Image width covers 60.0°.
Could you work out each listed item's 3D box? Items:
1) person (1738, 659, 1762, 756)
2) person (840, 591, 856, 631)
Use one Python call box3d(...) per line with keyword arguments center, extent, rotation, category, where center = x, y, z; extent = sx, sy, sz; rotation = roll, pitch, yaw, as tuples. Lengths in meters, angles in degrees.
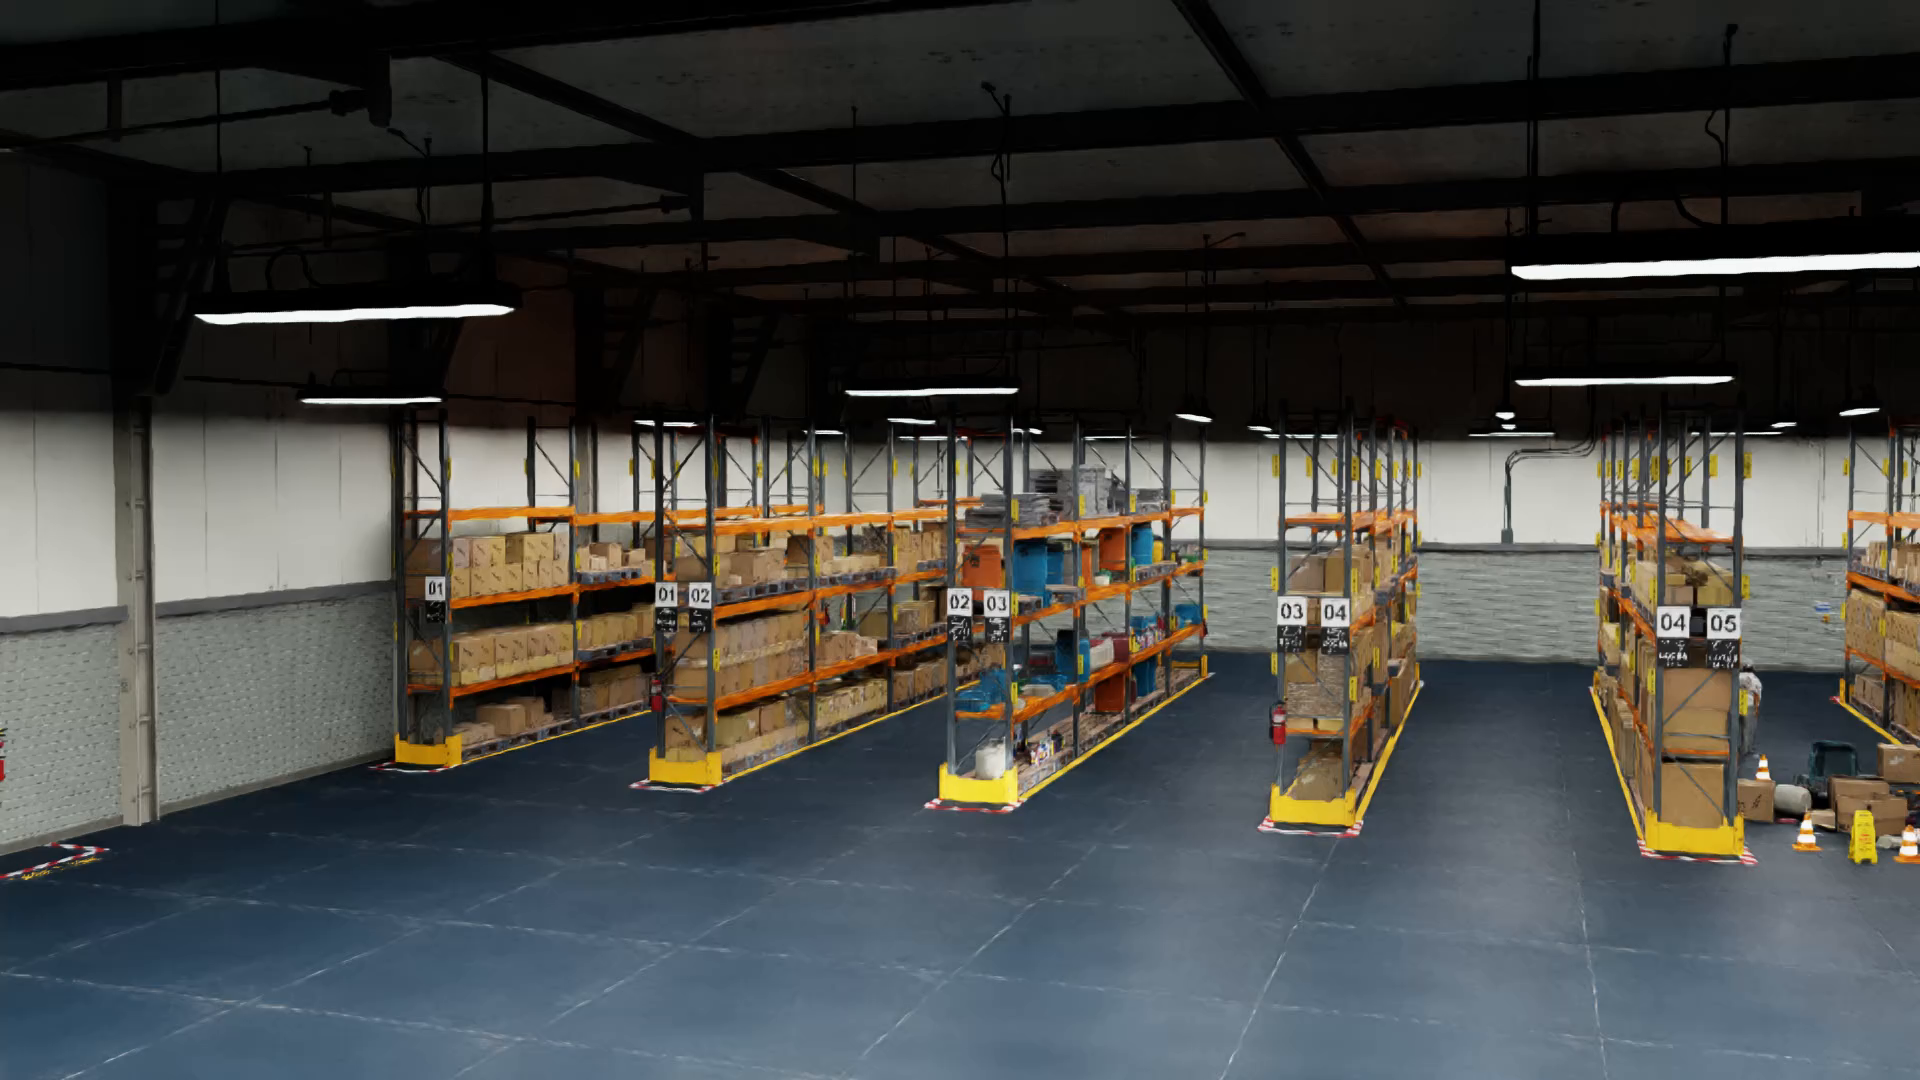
box3d(center=(13.780, 2.914, 29.061), extent=(0.449, 1.668, 0.530), rotation=(-1, 3, -13), category="person")
box3d(center=(-3.113, 2.137, 45.228), extent=(0.701, 1.721, 0.463), rotation=(-2, 3, -43), category="person")
